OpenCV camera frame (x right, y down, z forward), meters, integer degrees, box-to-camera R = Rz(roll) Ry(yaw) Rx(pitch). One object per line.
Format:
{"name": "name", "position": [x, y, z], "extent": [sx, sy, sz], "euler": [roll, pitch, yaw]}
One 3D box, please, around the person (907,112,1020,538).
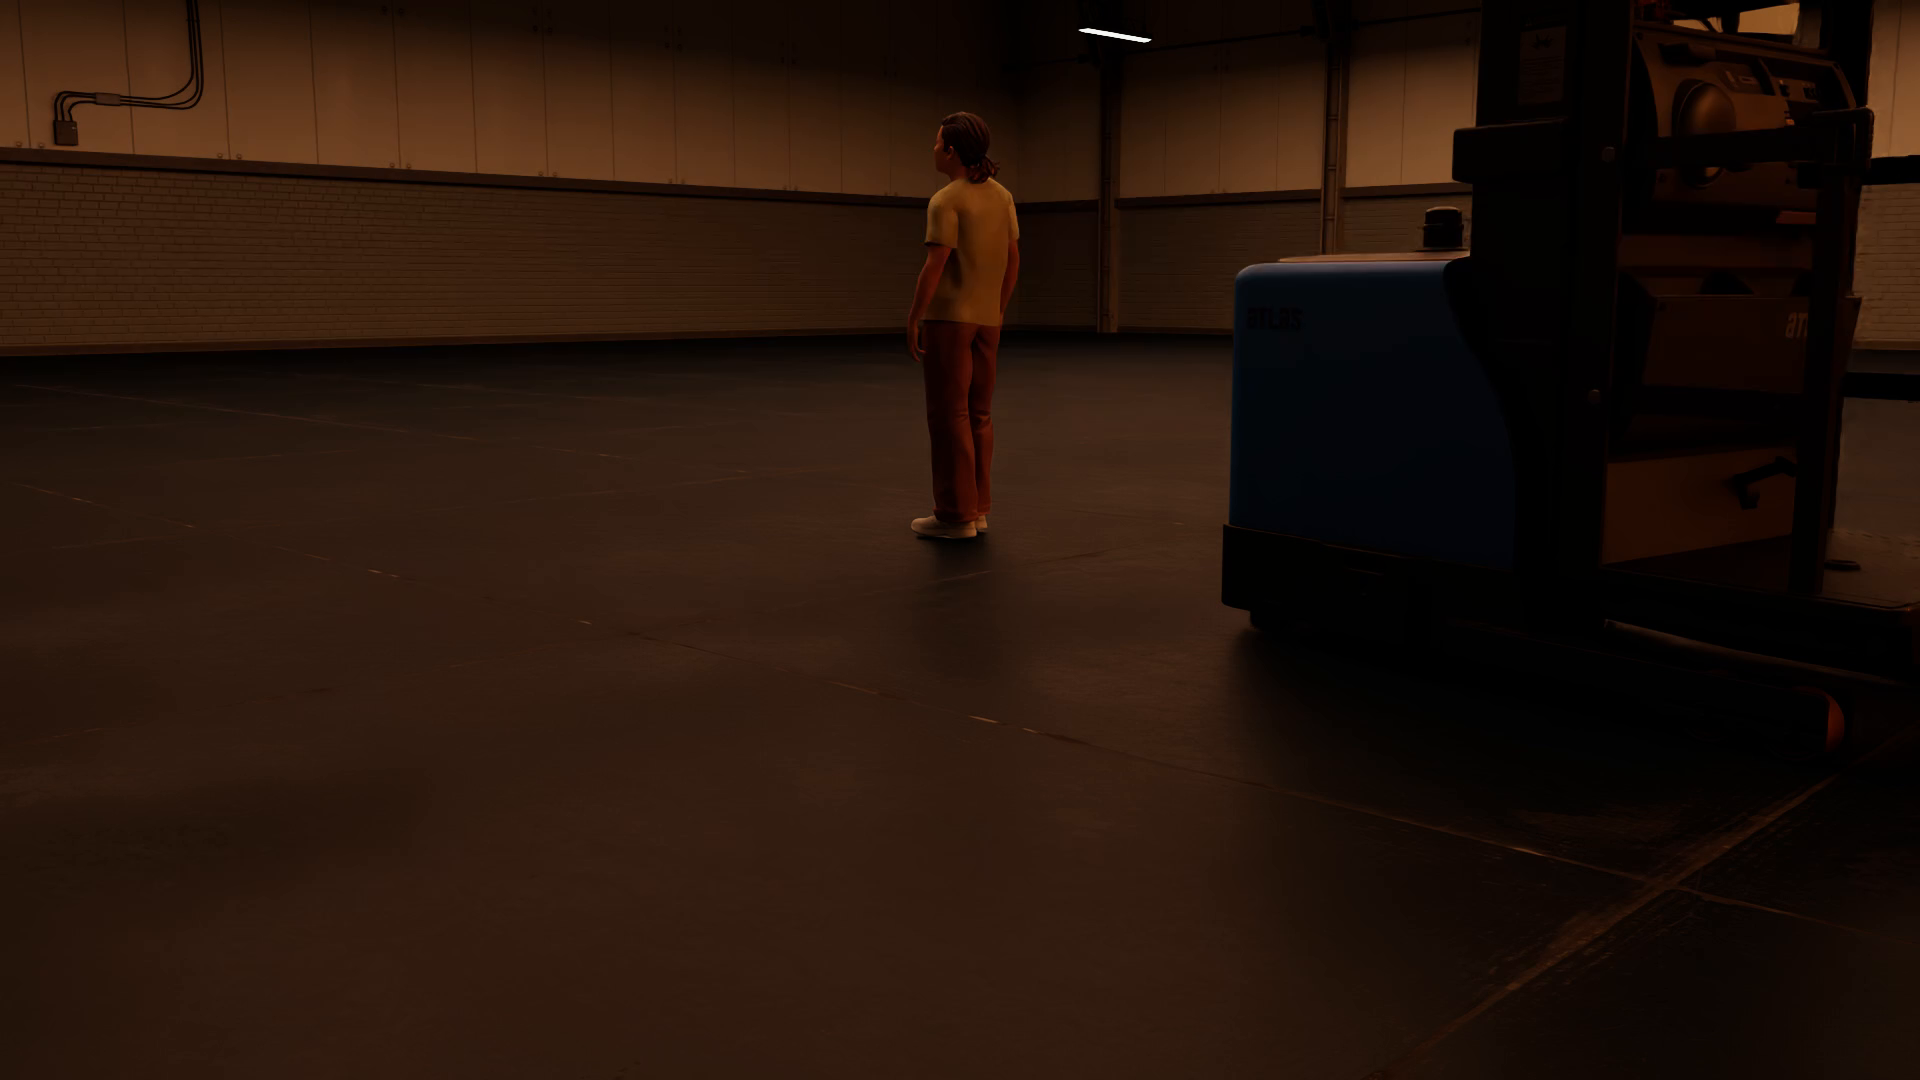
{"name": "person", "position": [-0.045, -0.845, 6.651], "extent": [0.548, 1.673, 0.553], "euler": [8, 12, 43]}

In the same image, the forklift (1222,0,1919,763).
{"name": "forklift", "position": [2.049, -1.055, 3.877], "extent": [1.130, 2.935, 3.031], "euler": [-6, 10, -35]}
